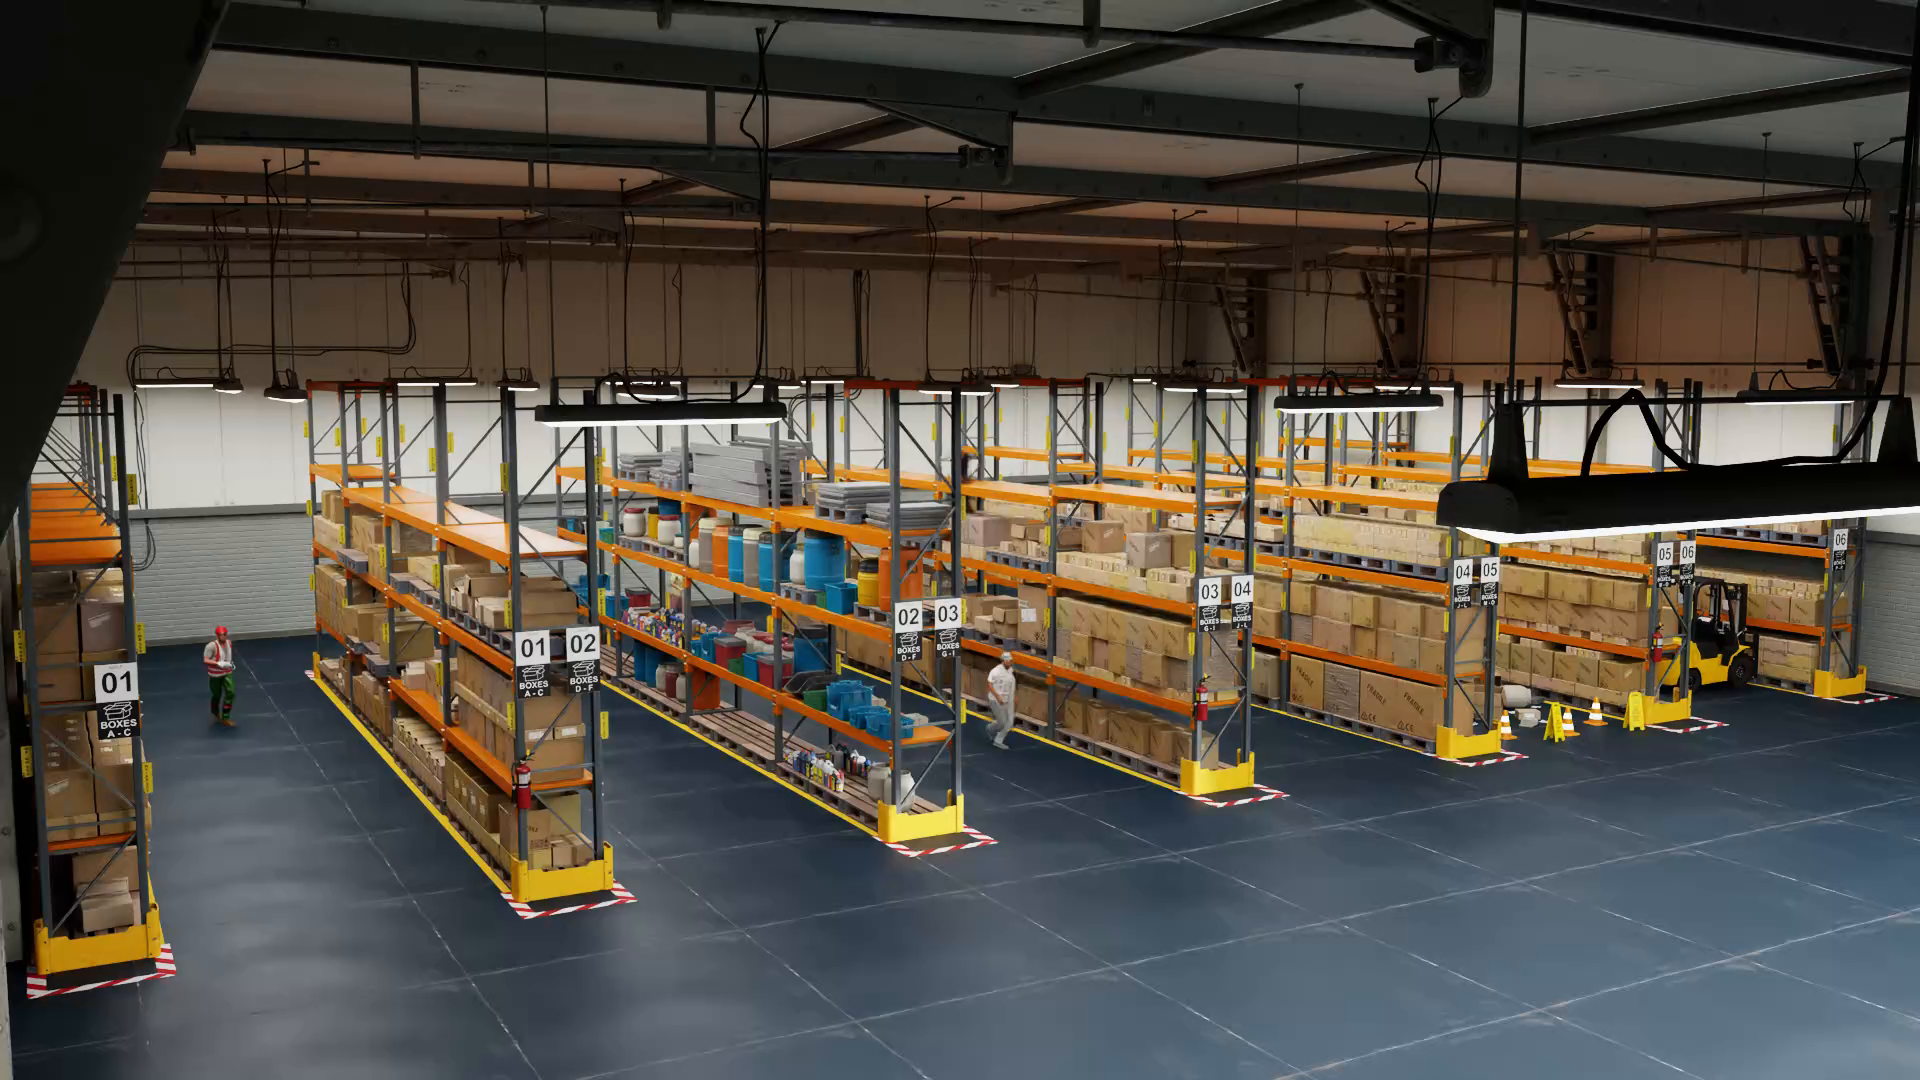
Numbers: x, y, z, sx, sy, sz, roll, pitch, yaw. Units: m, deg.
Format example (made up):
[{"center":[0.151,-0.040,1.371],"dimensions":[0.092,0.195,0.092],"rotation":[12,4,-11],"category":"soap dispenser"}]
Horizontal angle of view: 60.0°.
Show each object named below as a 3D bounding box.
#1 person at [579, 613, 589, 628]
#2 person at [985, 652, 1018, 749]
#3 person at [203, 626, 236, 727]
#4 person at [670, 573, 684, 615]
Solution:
[{"center":[-8.383,1.569,37.271],"dimensions":[0.483,1.625,0.578],"rotation":[-2,7,-21],"category":"person"},{"center":[0.672,2.631,27.404],"dimensions":[0.598,1.613,0.561],"rotation":[-5,8,-40],"category":"person"},{"center":[-13.002,2.363,29.101],"dimensions":[0.856,1.778,0.626],"rotation":[5,8,39],"category":"person"},{"center":[-6.615,1.321,39.166],"dimensions":[0.942,1.626,0.659],"rotation":[2,6,18],"category":"person"}]
